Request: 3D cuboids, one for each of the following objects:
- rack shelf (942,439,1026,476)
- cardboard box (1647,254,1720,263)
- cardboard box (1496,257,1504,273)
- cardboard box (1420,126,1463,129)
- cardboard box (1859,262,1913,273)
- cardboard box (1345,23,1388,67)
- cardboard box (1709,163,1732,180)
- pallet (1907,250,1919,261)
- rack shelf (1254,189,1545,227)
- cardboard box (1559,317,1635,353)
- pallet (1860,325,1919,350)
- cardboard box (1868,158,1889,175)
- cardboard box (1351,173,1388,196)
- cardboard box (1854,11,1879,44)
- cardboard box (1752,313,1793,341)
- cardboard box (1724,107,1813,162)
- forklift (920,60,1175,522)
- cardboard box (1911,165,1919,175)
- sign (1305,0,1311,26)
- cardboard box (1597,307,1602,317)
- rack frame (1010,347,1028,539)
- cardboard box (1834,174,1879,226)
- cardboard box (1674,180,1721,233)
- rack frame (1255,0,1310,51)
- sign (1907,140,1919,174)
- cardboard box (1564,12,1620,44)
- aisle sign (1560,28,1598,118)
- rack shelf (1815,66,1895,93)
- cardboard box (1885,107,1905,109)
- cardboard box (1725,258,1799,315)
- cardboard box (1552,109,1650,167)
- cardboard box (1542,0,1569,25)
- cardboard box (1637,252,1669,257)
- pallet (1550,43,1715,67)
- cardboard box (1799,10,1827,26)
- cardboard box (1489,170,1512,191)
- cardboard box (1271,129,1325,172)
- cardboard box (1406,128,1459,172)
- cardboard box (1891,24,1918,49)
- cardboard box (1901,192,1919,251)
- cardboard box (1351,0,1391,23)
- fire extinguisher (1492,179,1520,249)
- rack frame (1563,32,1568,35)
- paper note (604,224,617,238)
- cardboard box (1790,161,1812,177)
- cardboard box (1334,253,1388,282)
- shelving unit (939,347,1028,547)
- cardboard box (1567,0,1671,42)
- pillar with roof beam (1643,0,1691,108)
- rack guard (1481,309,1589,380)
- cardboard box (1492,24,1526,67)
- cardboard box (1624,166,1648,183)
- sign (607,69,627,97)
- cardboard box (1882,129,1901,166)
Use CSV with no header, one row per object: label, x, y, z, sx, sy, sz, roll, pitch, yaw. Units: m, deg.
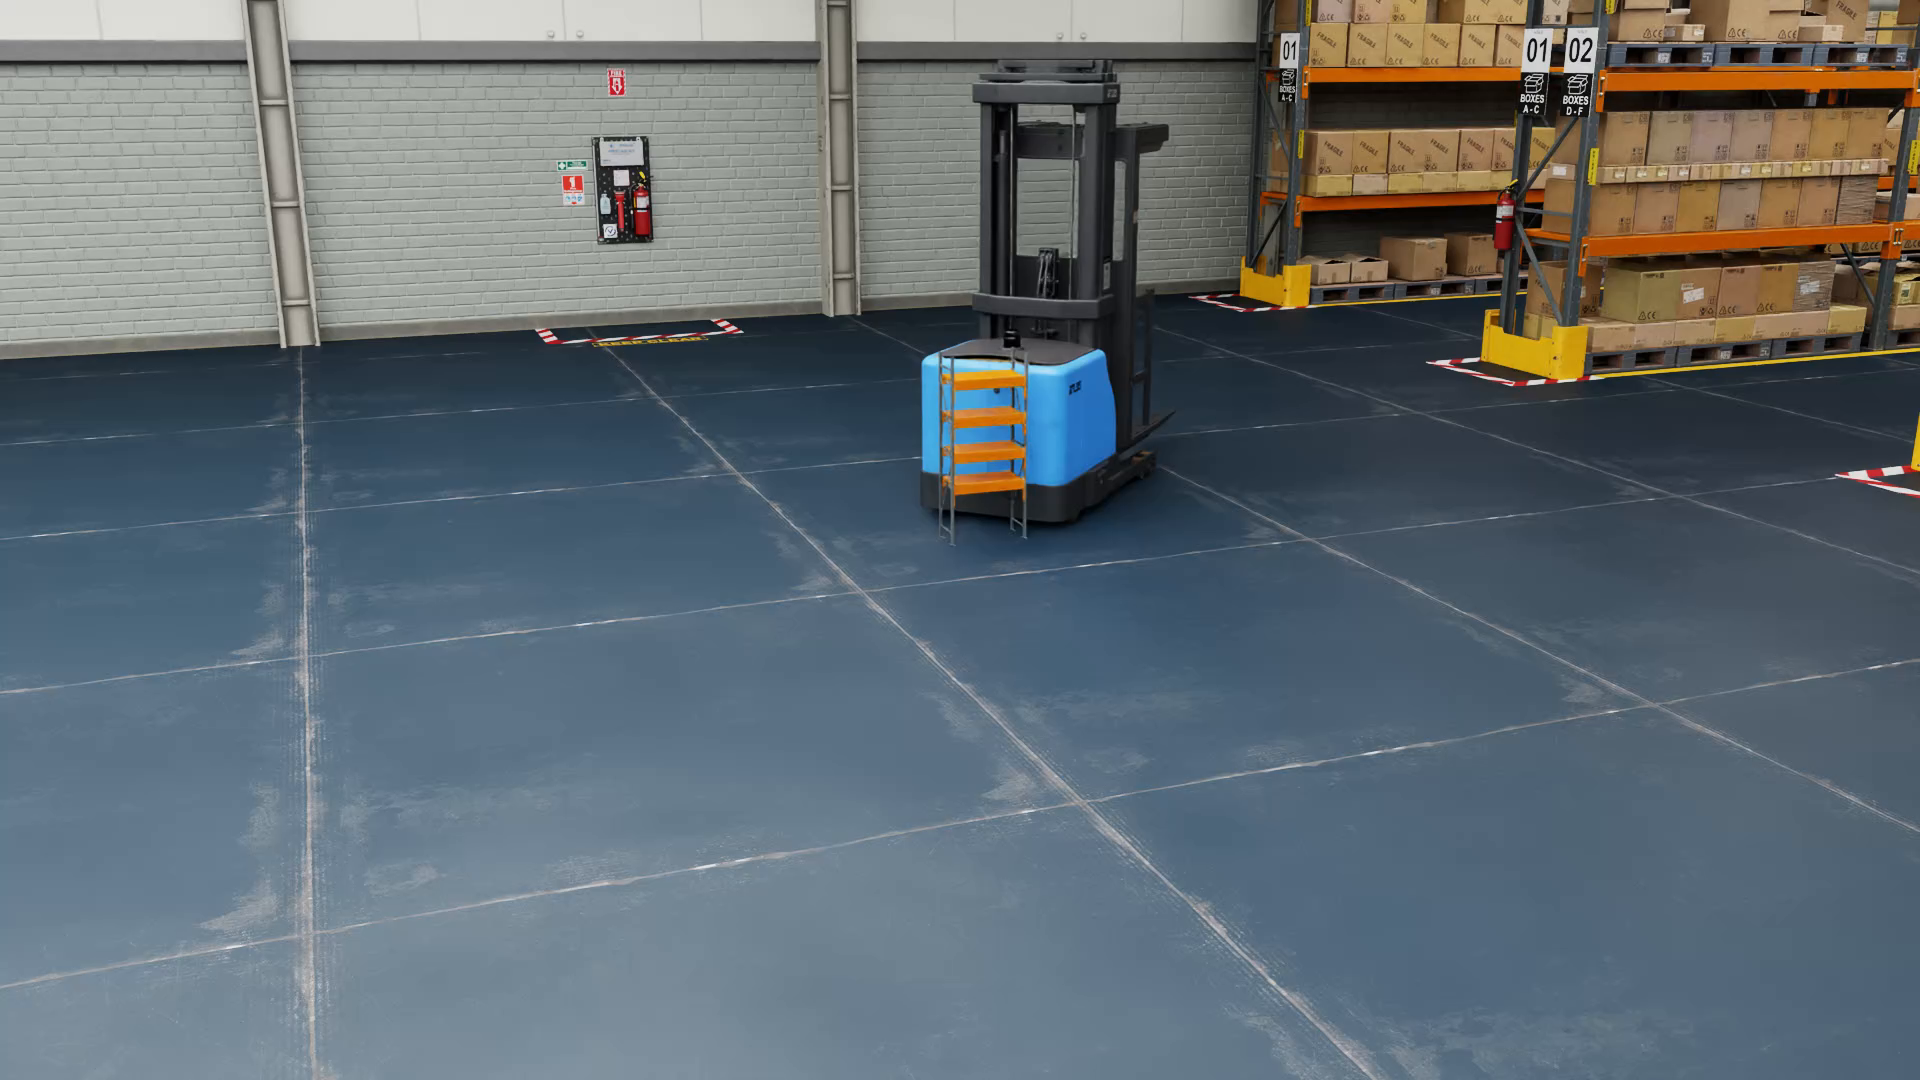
rack shelf,0.145,-0.523,10.489,0.480,0.148,0.258,-6,17,-19
cardboard box,7.420,-2.657,17.126,0.500,0.500,0.500,-6,17,-20
cardboard box,7.100,-3.624,21.863,0.250,0.166,0.380,-9,18,-27
cardboard box,6.123,-5.039,21.334,0.500,0.500,0.500,-6,17,-19
cardboard box,10.124,-2.853,18.128,0.500,0.311,0.500,-6,17,-19
cardboard box,4.769,-5.940,19.966,0.500,0.500,0.500,-5,17,-16
cardboard box,7.275,-3.600,16.206,0.250,0.149,0.380,-6,18,-21
pallet,14.365,-4.205,24.543,1.213,0.211,1.003,-6,17,-20
rack shelf,5.721,-4.287,21.151,4.000,0.370,1.077,-6,17,-20
cardboard box,6.210,-2.005,16.239,0.500,0.250,0.500,-6,17,-20
pallet,10.039,-2.278,17.980,1.213,0.211,1.003,-6,17,-20
cardboard box,9.187,-3.806,16.908,0.250,0.149,0.380,-6,17,-20
cardboard box,4.902,-4.390,20.455,0.500,0.250,0.500,-7,18,-22
cardboard box,12.232,-7.067,23.057,0.500,0.500,0.700,-7,18,-23
cardboard box,8.078,-2.207,16.924,0.500,0.250,0.500,-6,17,-20
cardboard box,8.013,-4.053,16.598,0.500,0.500,0.700,-6,17,-20
forklift,0.802,-1.891,11.835,1.130,2.935,3.031,7,18,23
cardboard box,13.390,-5.281,23.668,0.250,0.149,0.380,-6,17,-18
sign,4.048,-6.147,19.331,0.005,0.325,0.100,-6,17,-20
cardboard box,6.487,-2.195,16.885,0.500,0.250,0.500,-6,17,-20
rack frame,0.374,-0.611,10.551,0.015,1.200,0.240,-6,17,-19
cardboard box,8.952,-3.533,17.127,0.500,0.500,0.700,-7,18,-22
cardboard box,7.024,-3.322,16.410,0.500,0.500,0.700,-6,17,-20
rack frame,3.853,-7.309,19.517,0.127,3.000,1.000,-6,17,-20
sign,9.565,-3.839,16.669,0.005,0.325,0.100,-6,17,-20
cardboard box,8.128,-6.557,21.356,0.500,0.500,0.500,-4,17,-12
aisle sign,5.678,-4.288,15.262,0.004,0.787,0.394,-6,17,-20
rack shelf,13.191,-6.533,23.475,4.000,0.370,1.077,-6,17,-20
cardboard box,13.584,-6.116,24.031,0.500,0.250,0.500,-7,18,-22
cardboard box,8.073,-2.570,16.830,0.500,0.500,0.500,-6,17,-20
cardboard box,6.119,-3.847,15.896,0.500,0.500,0.700,-6,17,-20
cardboard box,7.218,-6.689,20.740,0.500,0.500,0.500,-8,18,-25
cardboard box,9.225,-4.030,22.655,0.500,0.500,0.700,-6,17,-19
pallet,6.299,-4.589,15.735,1.213,0.211,1.003,-6,17,-20
cardboard box,8.296,-5.160,16.688,0.500,0.311,0.500,-7,18,-23
cardboard box,6.786,-4.596,21.156,0.500,0.250,0.500,-6,17,-20
cardboard box,4.217,-4.832,20.627,0.500,0.500,0.500,-6,18,-21
cardboard box,5.834,-4.850,20.690,0.500,0.500,0.500,-6,17,-18
cardboard box,9.943,-5.159,17.041,0.500,0.250,0.500,-4,17,-14
cardboard box,13.669,-4.620,24.079,0.750,0.750,0.750,-6,17,-18
cardboard box,4.786,-6.419,19.824,0.500,0.500,0.500,-6,18,-21
fire extinguisher,5.353,-3.201,16.312,0.183,0.674,0.296,-6,17,-20
rack frame,7.588,-7.712,20.891,0.127,3.000,1.000,-6,17,-20
paper note,-3.917,-3.462,18.629,0.142,0.148,0.016,-6,17,-20
cardboard box,8.236,-3.704,16.560,0.250,0.149,0.380,-6,17,-20
cardboard box,5.064,-3.455,21.032,0.500,0.311,0.500,-5,17,-15
shelving unit,0.145,-0.588,10.471,0.503,1.200,0.258,-6,17,-19
cardboard box,6.167,-4.942,15.603,0.637,0.503,0.797,-5,17,-16
pillar with roof beam,11.341,-7.080,18.735,0.400,9.000,9.100,-6,17,-20
rack guard,5.607,-1.926,16.269,0.348,0.500,1.175,-6,17,-20
cardboard box,6.729,-6.167,20.739,0.500,0.500,0.500,-8,18,-25
cardboard box,6.318,-3.497,15.855,0.250,0.149,0.380,-7,18,-22
sign,-3.770,-5.022,18.264,0.199,0.298,0.001,-6,17,-20
cardboard box,12.825,-5.519,23.329,0.500,0.500,0.500,-6,17,-20
